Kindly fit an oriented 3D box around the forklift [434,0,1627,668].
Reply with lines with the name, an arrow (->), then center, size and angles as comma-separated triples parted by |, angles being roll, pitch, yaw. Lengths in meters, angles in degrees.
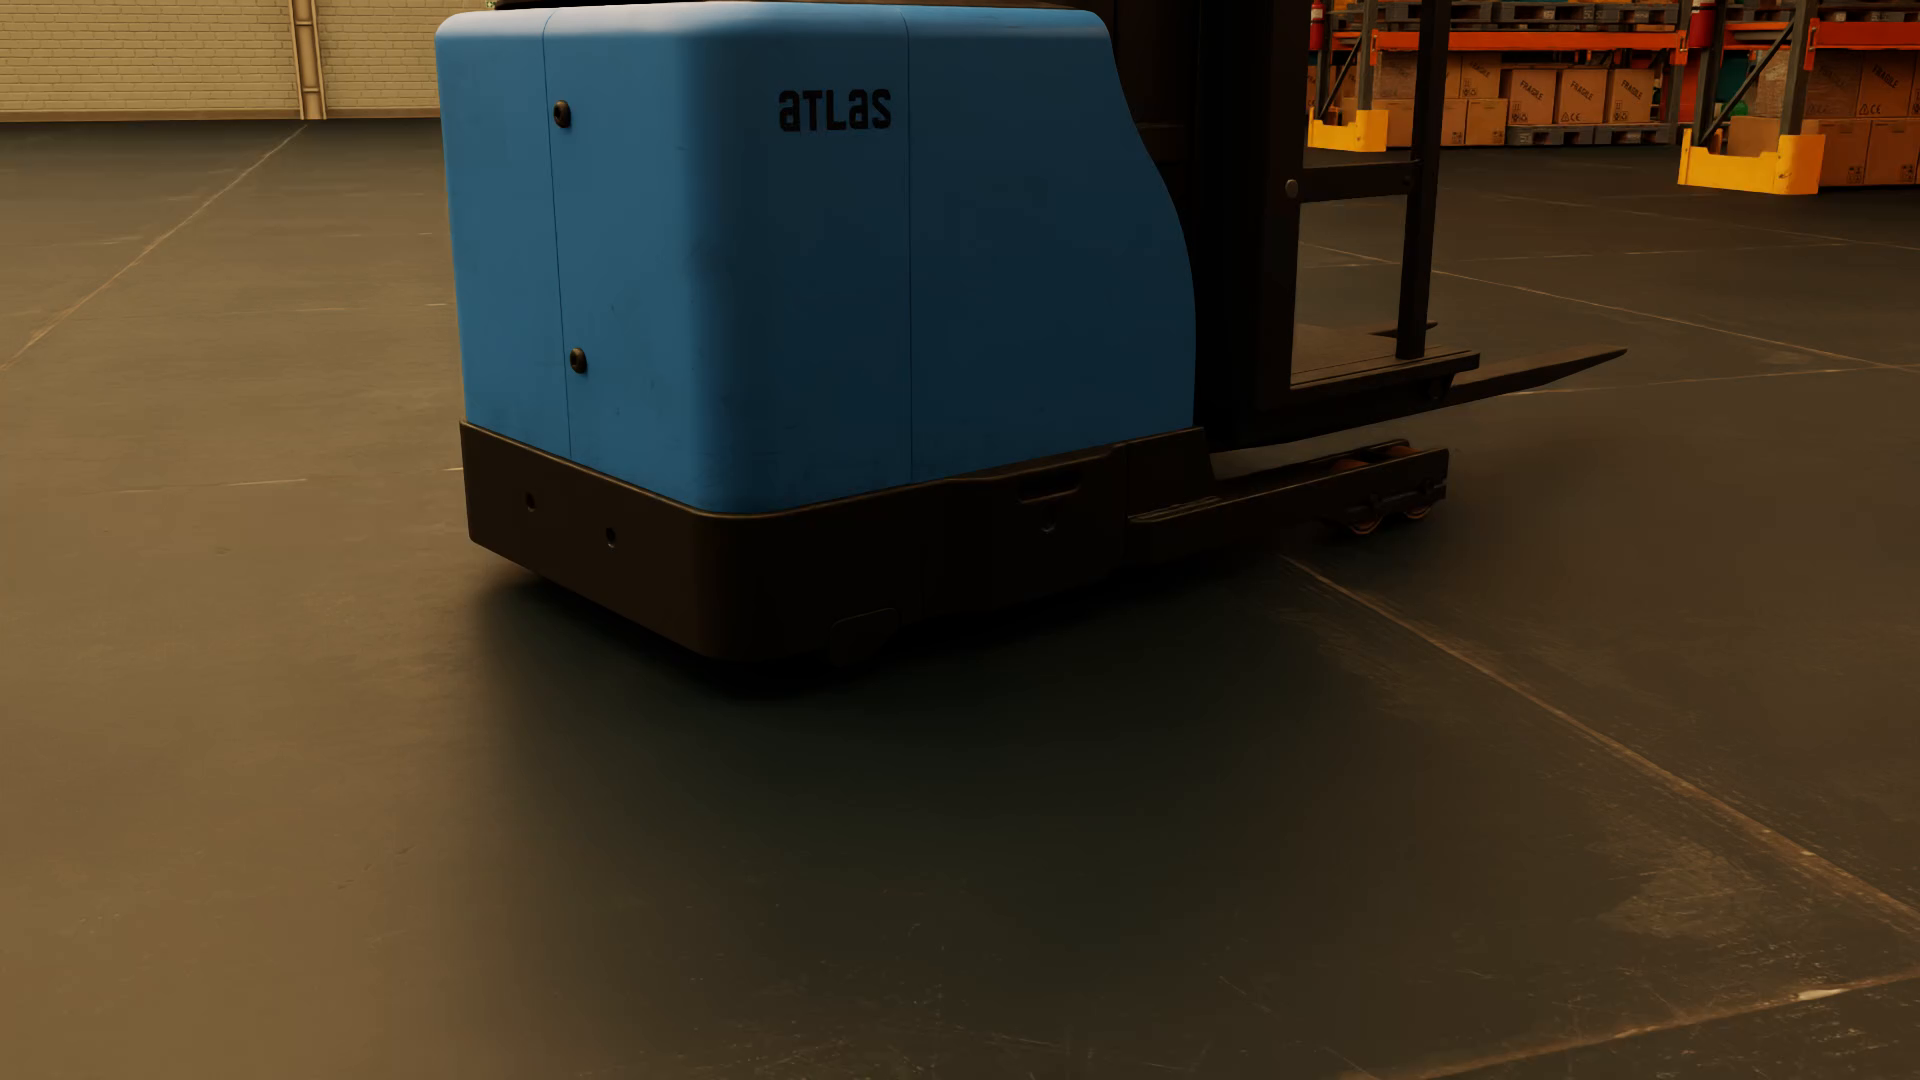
forklift -> 0.465, -1.517, 3.532 | 3.031, 2.935, 1.130 | -13, 21, -38
